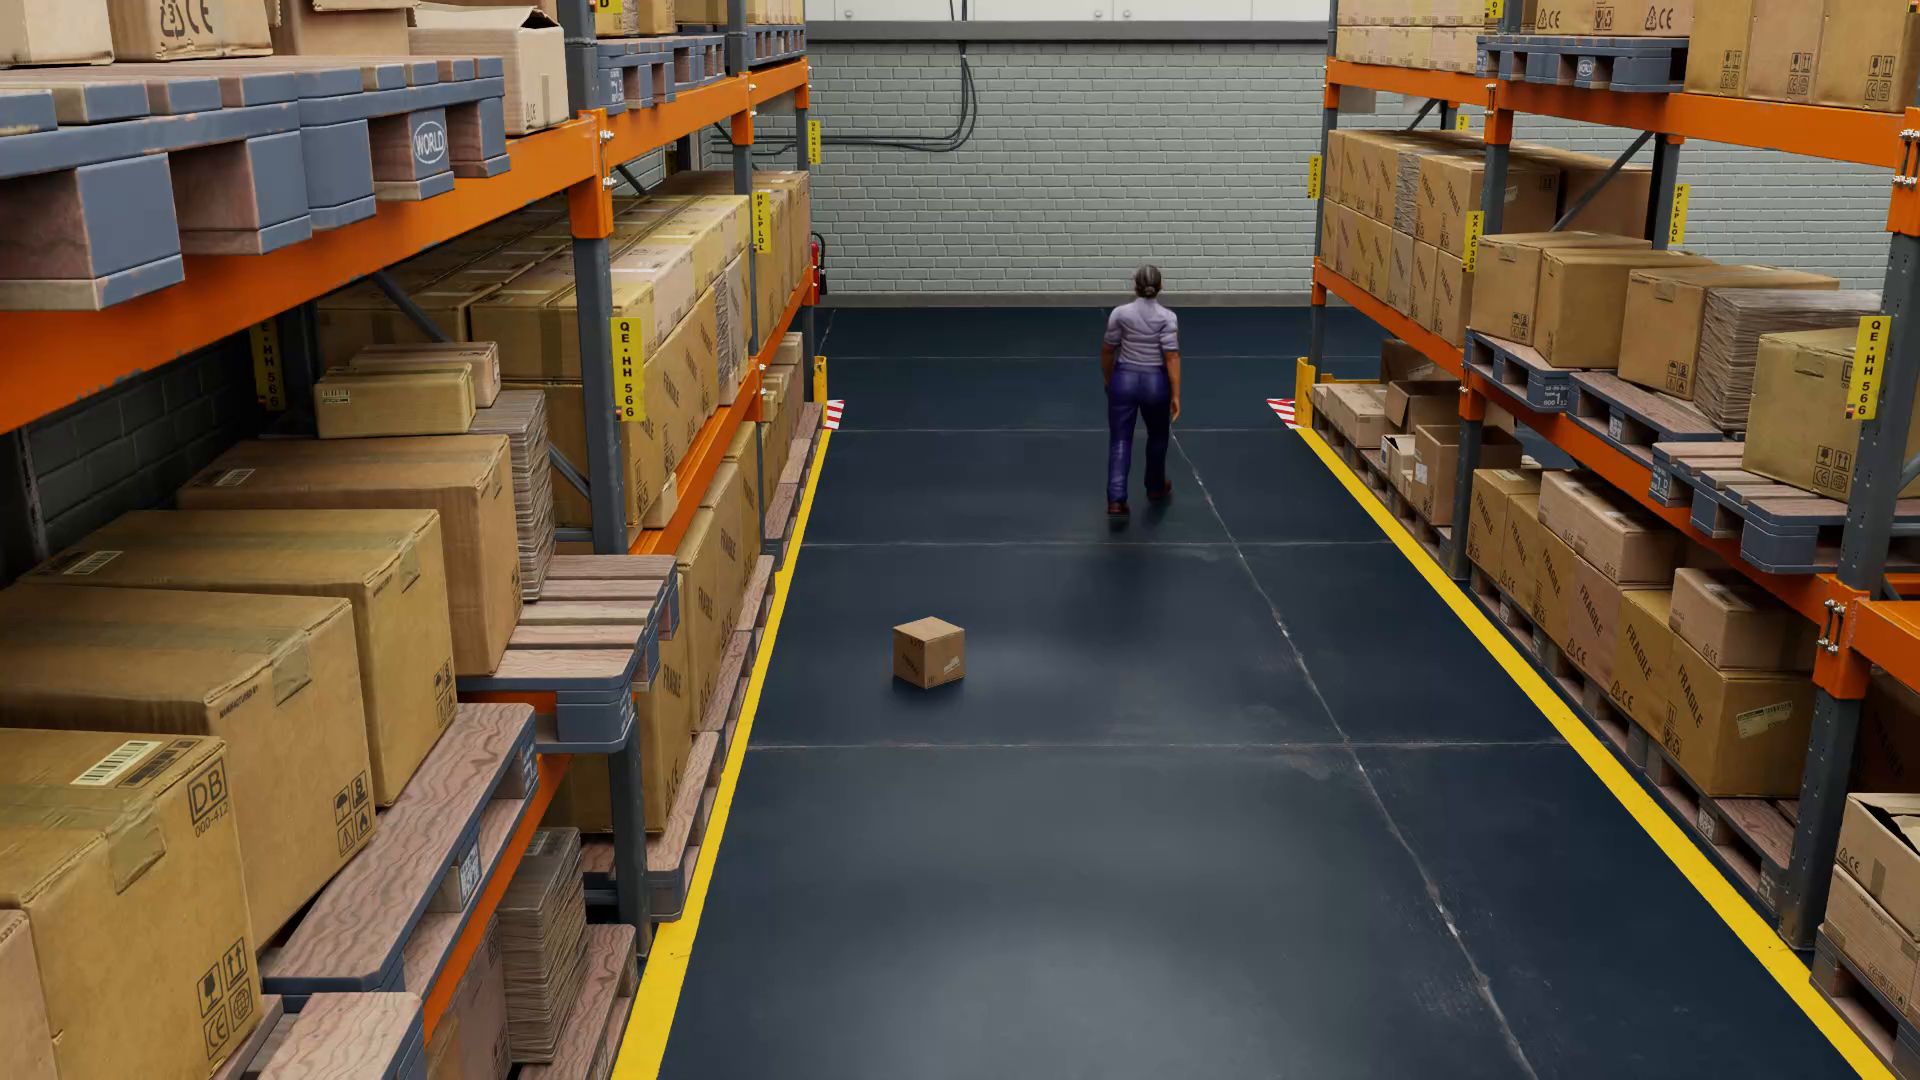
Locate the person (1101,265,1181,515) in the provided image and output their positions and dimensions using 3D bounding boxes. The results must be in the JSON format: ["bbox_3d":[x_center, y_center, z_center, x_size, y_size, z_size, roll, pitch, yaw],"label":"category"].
[{"bbox_3d":[1.168,-0.980,10.726,0.528,1.596,0.996,3,18,10],"label":"person"}]
